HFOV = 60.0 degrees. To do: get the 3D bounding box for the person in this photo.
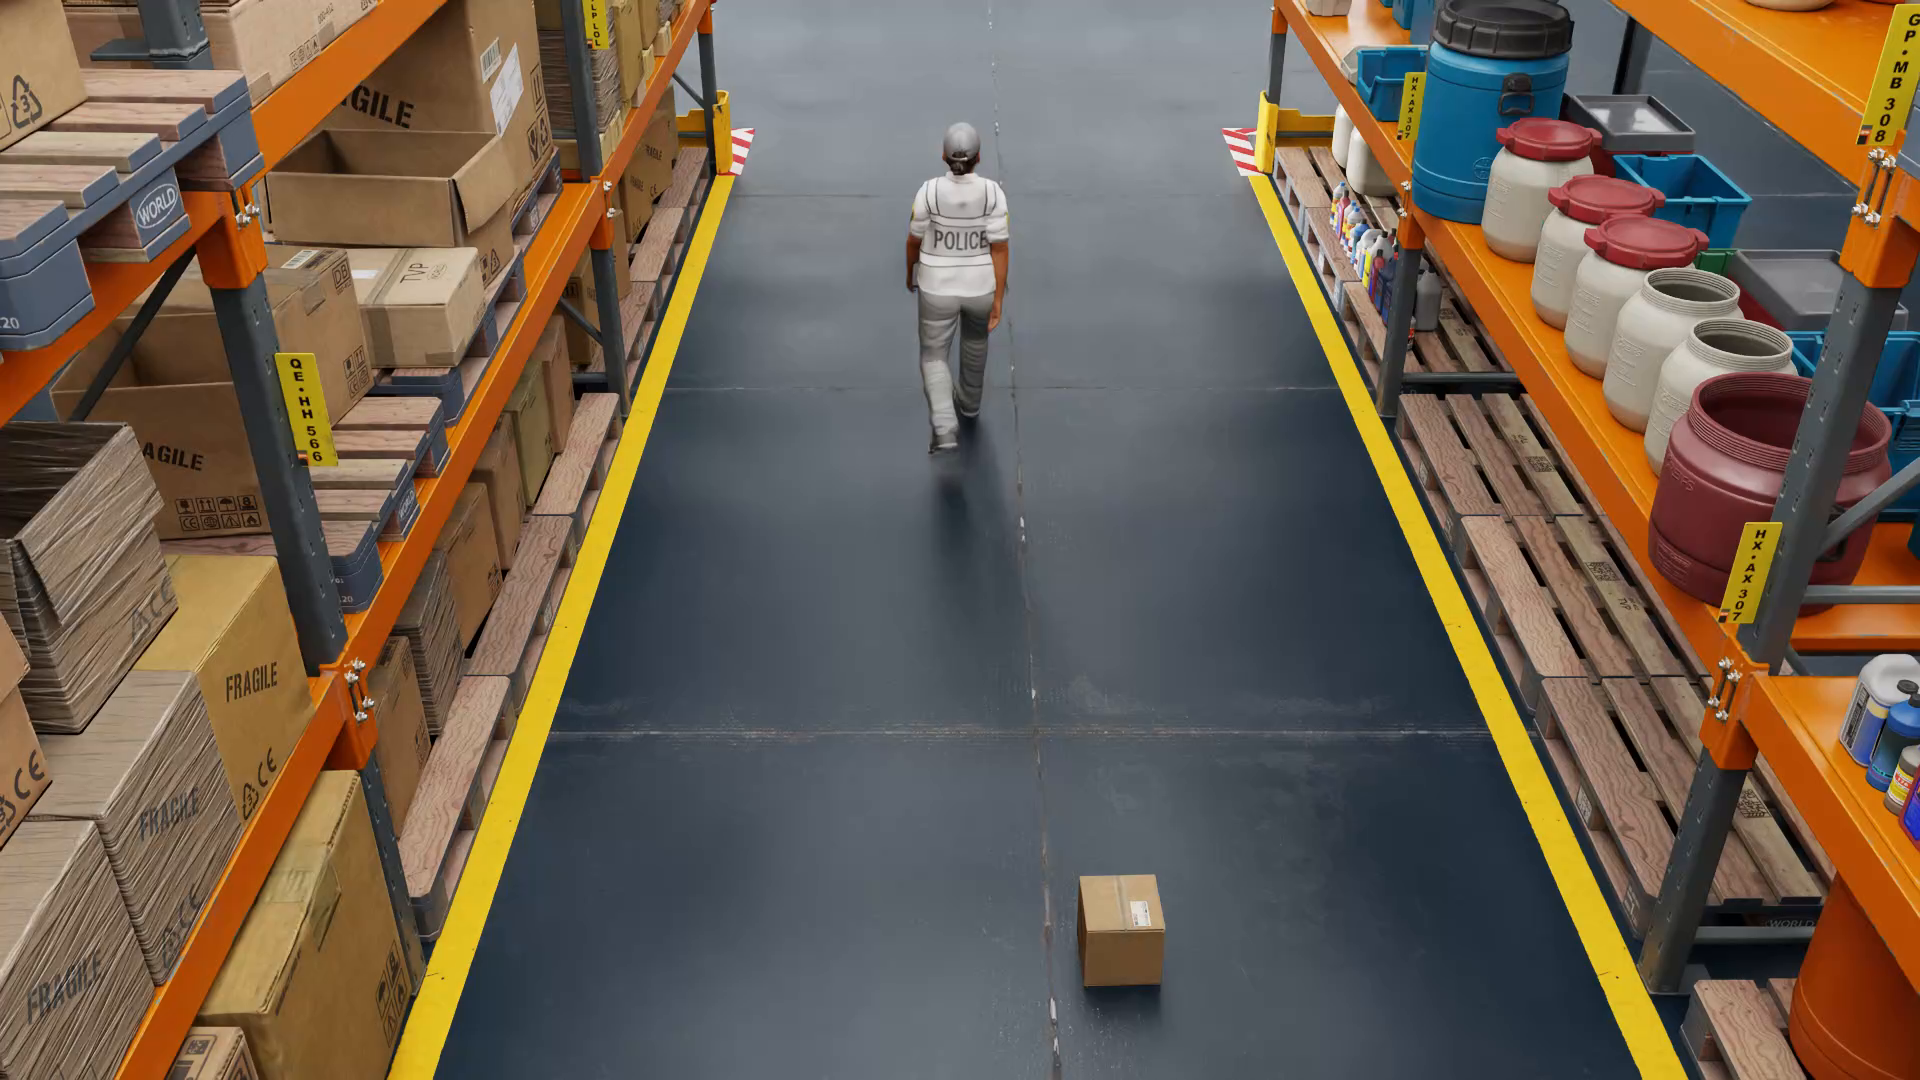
[{"bbox_3d":[-0.012,-1.227,8.101,0.480,1.617,0.949,-4,32,-7],"label":"person"}]
